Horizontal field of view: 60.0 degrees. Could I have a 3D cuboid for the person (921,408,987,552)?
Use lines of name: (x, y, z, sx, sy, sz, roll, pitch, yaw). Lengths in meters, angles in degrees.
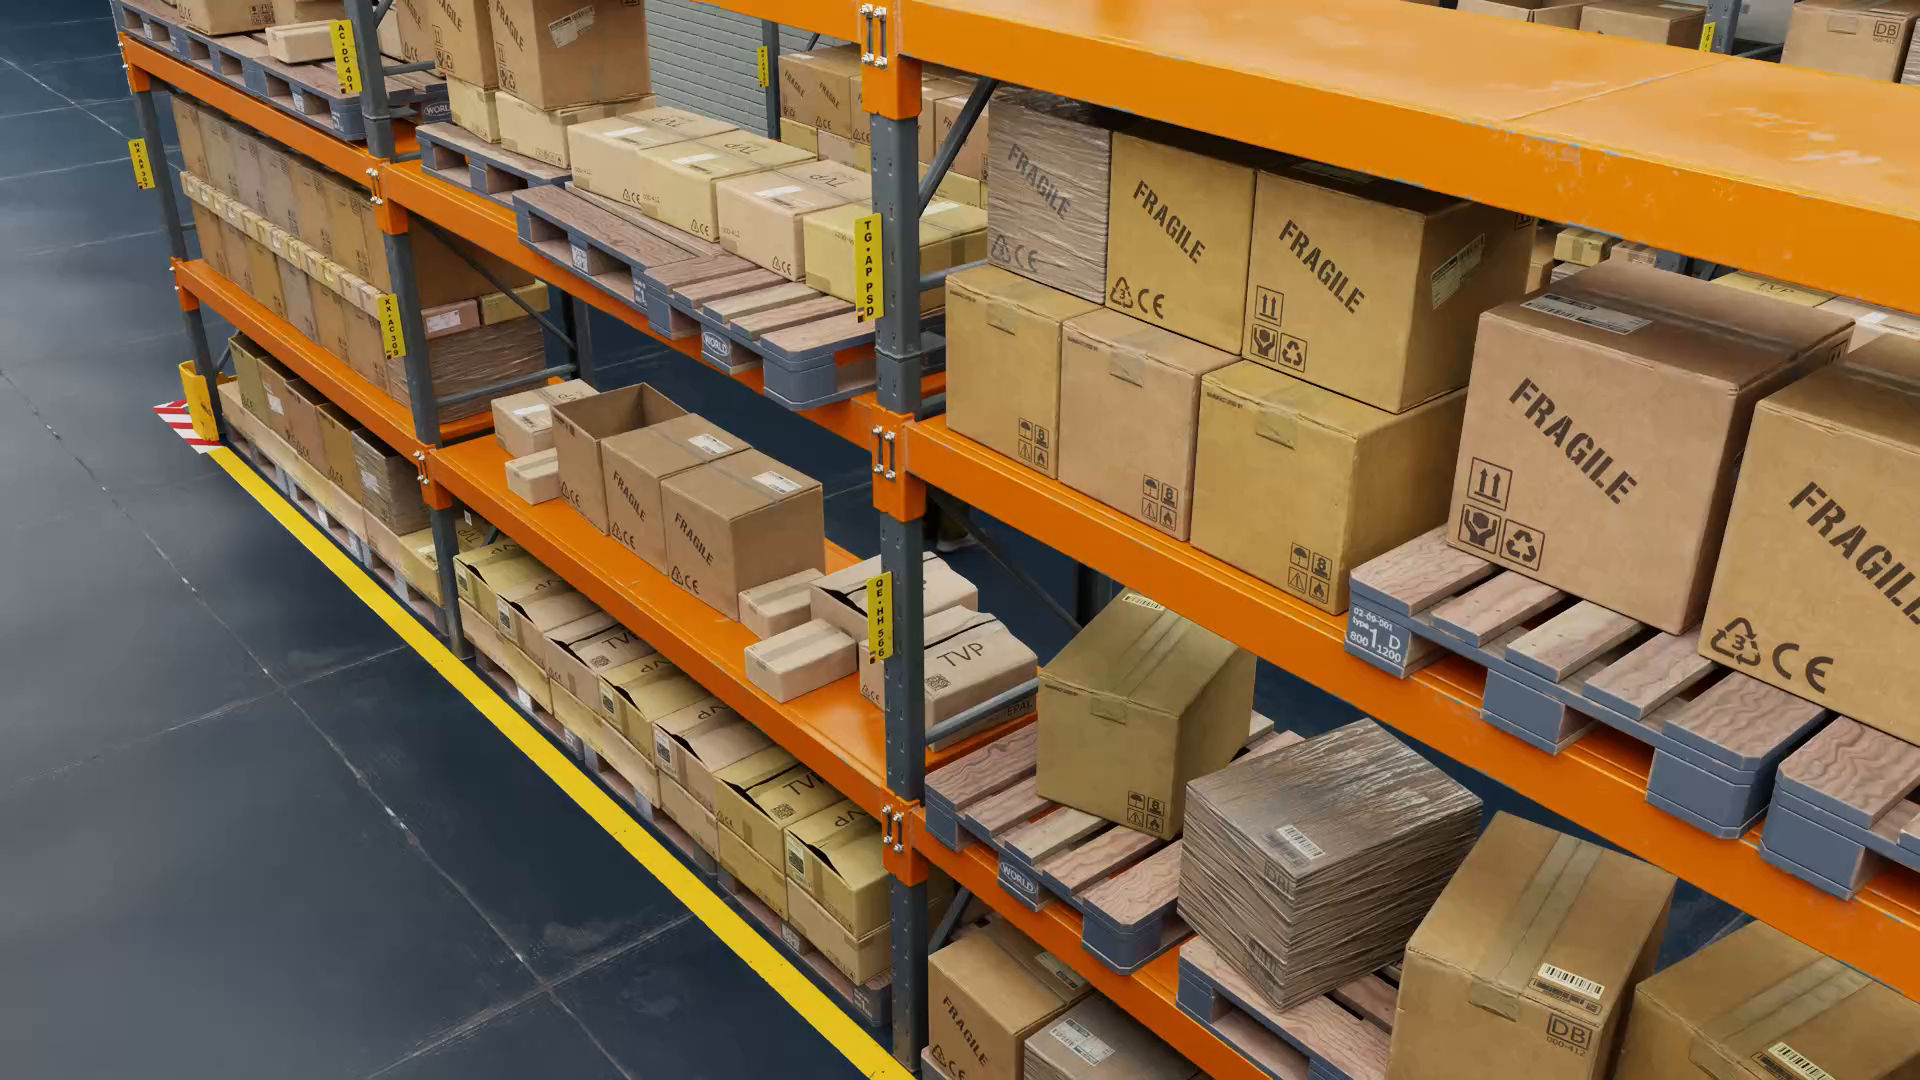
person: (-0.084, -0.728, 10.234, 0.378, 1.587, 0.564, -21, 34, -34)
